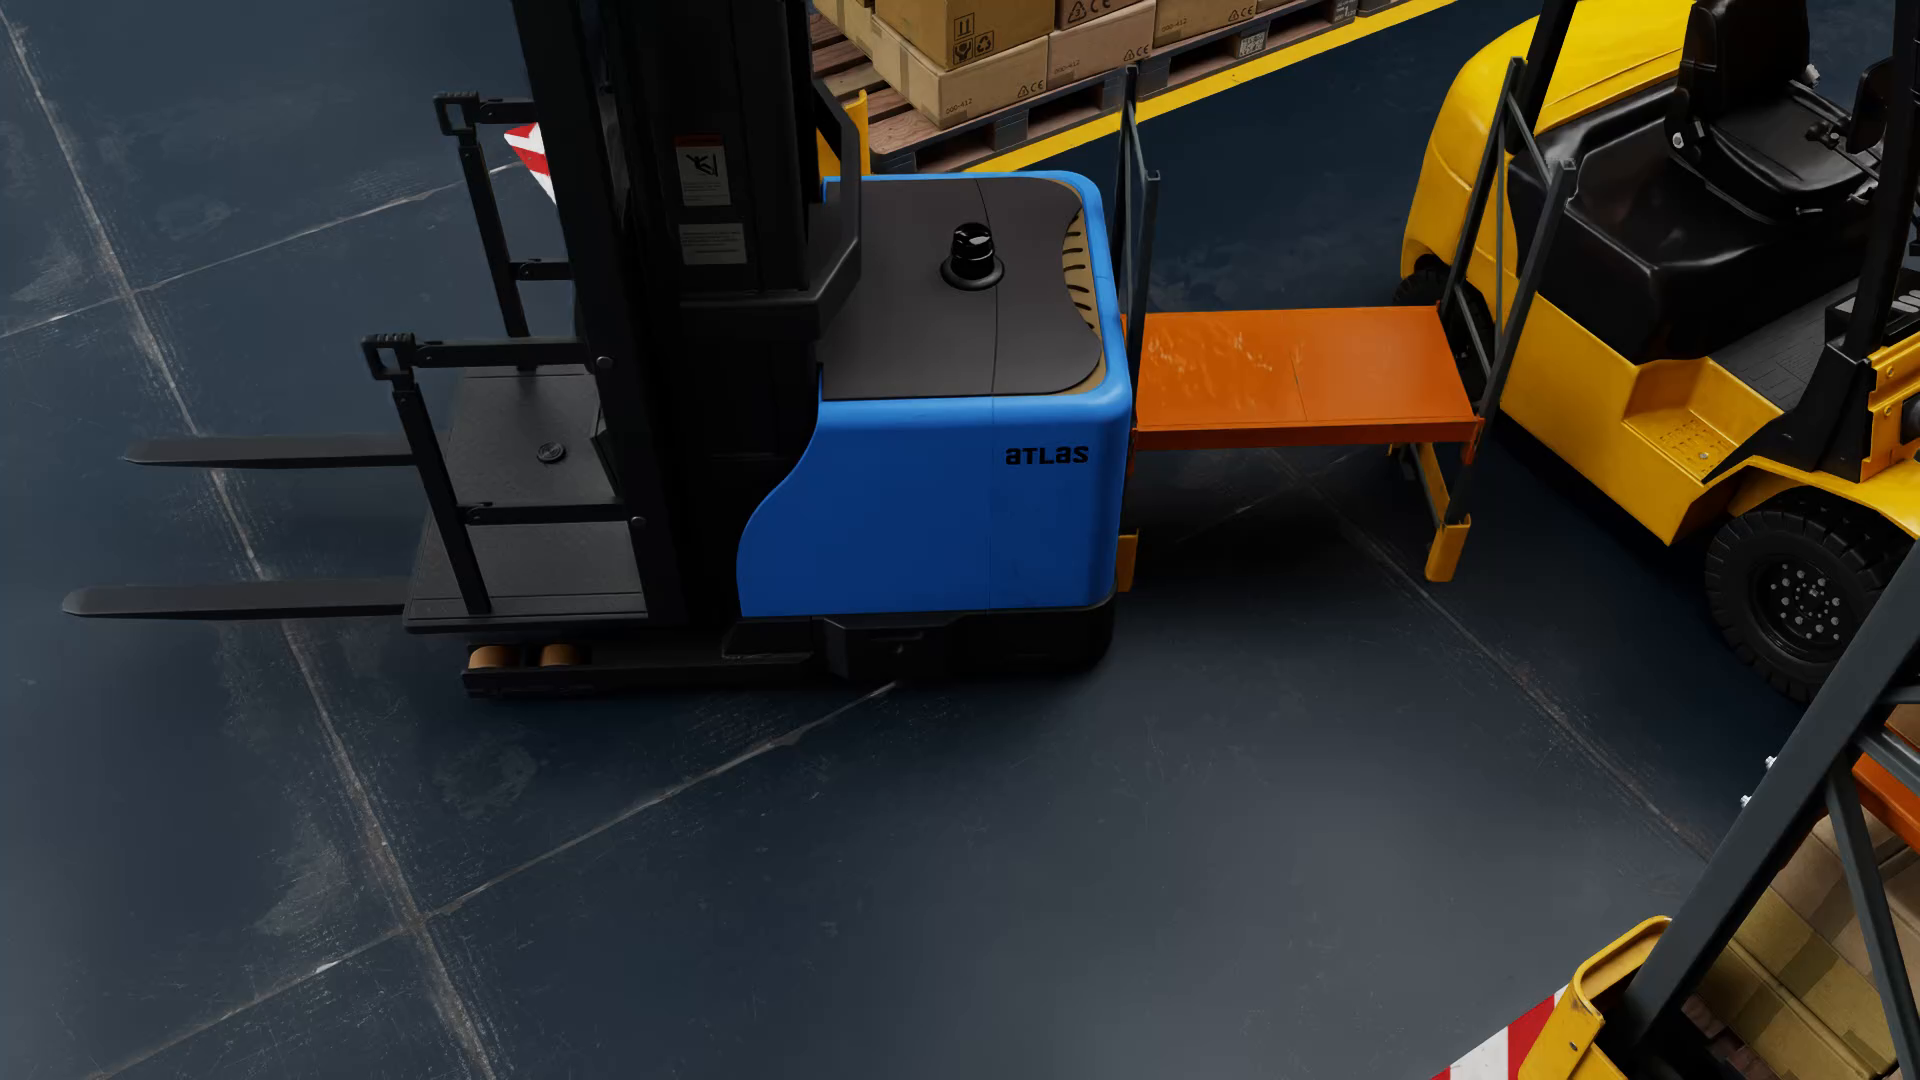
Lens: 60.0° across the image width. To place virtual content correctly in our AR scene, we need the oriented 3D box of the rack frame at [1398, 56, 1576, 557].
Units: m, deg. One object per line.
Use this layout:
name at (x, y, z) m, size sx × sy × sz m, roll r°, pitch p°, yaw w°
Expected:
rack frame at (1.474, -0.588, 4.770) m, size 0.032 × 1.500 × 0.500 m, roll -2°, pitch 48°, yaw -2°

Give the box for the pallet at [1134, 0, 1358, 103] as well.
pallet at (0.968, -2.415, 7.260) m, size 1.213 × 0.211 × 1.003 m, roll -25°, pitch 53°, yaw -21°

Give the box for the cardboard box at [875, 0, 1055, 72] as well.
cardboard box at (0.016, -2.159, 6.222) m, size 0.500 × 0.500 × 0.500 m, roll -27°, pitch 54°, yaw -22°

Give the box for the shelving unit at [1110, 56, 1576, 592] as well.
shelving unit at (0.975, -0.573, 4.756) m, size 1.083 × 1.500 × 0.587 m, roll -2°, pitch 48°, yaw -2°

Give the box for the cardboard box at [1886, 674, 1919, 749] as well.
cardboard box at (2.094, 0.210, 2.987) m, size 0.500 × 0.500 × 0.500 m, roll -26°, pitch 53°, yaw -22°

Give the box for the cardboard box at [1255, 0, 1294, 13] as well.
cardboard box at (1.316, -2.524, 7.049) m, size 0.500 × 0.250 × 0.500 m, roll -24°, pitch 53°, yaw -20°

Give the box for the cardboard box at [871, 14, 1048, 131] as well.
cardboard box at (-0.004, -1.900, 6.494) m, size 0.500 × 0.250 × 0.500 m, roll -26°, pitch 53°, yaw -21°

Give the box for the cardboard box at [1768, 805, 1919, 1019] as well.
cardboard box at (2.041, 0.667, 3.538) m, size 0.500 × 0.250 × 0.500 m, roll -24°, pitch 52°, yaw -20°

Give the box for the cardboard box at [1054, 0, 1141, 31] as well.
cardboard box at (0.456, -2.370, 6.410) m, size 0.500 × 0.500 × 0.500 m, roll -27°, pitch 54°, yaw -22°

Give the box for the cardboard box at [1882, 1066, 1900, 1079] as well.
cardboard box at (2.338, 1.308, 3.637) m, size 0.500 × 0.250 × 0.500 m, roll -25°, pitch 53°, yaw -21°

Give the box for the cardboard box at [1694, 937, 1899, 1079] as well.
cardboard box at (2.047, 0.994, 3.917) m, size 0.500 × 0.250 × 0.500 m, roll -25°, pitch 53°, yaw -21°

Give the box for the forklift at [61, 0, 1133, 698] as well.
forklift at (-1.082, -0.920, 4.107) m, size 3.031 × 2.935 × 1.130 m, roll -2°, pitch 48°, yaw -2°

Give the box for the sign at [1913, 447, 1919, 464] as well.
sign at (1.541, -0.207, 2.491) m, size 0.005 × 0.325 × 0.100 m, roll -25°, pitch 53°, yaw -21°

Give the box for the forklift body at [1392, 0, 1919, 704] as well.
forklift body at (2.449, -1.020, 4.718) m, size 1.214 × 2.155 × 2.313 m, roll -25°, pitch 53°, yaw -21°

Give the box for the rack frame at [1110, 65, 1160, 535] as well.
rack frame at (0.458, -0.557, 4.742) m, size 0.032 × 1.500 × 0.500 m, roll -2°, pitch 48°, yaw -2°

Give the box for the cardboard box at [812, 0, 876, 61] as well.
cardboard box at (-0.273, -2.255, 6.810) m, size 0.500 × 0.250 × 0.500 m, roll -25°, pitch 53°, yaw -21°

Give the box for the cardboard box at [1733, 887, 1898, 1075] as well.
cardboard box at (2.063, 0.823, 3.734) m, size 0.500 × 0.250 × 0.500 m, roll -26°, pitch 53°, yaw -21°

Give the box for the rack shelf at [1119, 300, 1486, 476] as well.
rack shelf at (0.966, -0.453, 4.890) m, size 1.000 × 0.185 × 0.538 m, roll -2°, pitch 48°, yaw -2°

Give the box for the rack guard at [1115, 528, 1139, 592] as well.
rack guard at (0.478, -0.142, 5.209) m, size 0.087 × 0.250 × 0.587 m, roll -2°, pitch 48°, yaw -2°

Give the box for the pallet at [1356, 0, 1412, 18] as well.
pallet at (2.001, -2.905, 7.695) m, size 1.213 × 0.211 × 1.003 m, roll -25°, pitch 53°, yaw -21°

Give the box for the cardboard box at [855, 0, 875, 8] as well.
cardboard box at (-0.295, -2.487, 6.514) m, size 0.500 × 0.500 × 0.500 m, roll -25°, pitch 53°, yaw -21°

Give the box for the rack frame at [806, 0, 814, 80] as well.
rack frame at (-0.833, -2.528, 5.493) m, size 0.127 × 3.000 × 1.000 m, roll -25°, pitch 53°, yaw -21°

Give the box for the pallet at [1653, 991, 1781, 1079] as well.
pallet at (2.443, 1.202, 4.038) m, size 1.213 × 0.211 × 1.003 m, roll -25°, pitch 53°, yaw -21°

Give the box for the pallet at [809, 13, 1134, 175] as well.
pallet at (-0.063, -1.932, 6.830) m, size 1.213 × 0.211 × 1.003 m, roll -25°, pitch 53°, yaw -21°

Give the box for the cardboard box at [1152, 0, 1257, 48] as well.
cardboard box at (0.887, -2.324, 6.871) m, size 0.500 × 0.250 × 0.500 m, roll -22°, pitch 52°, yaw -18°

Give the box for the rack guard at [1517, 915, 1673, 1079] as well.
rack guard at (1.798, 1.446, 3.627) m, size 0.348 × 0.500 × 1.175 m, roll -25°, pitch 53°, yaw -21°

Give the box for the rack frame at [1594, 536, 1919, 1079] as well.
rack frame at (1.818, 0.605, 2.702) m, size 0.127 × 3.000 × 1.000 m, roll -25°, pitch 53°, yaw -21°

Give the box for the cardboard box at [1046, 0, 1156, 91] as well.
cardboard box at (0.432, -2.099, 6.670) m, size 0.500 × 0.250 × 0.500 m, roll -23°, pitch 52°, yaw -20°

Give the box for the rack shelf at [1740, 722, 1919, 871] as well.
rack shelf at (3.510, 0.048, 3.681) m, size 4.000 × 0.370 × 1.077 m, roll -25°, pitch 53°, yaw -21°

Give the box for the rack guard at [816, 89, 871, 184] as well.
rack guard at (-0.769, -1.727, 6.453) m, size 0.348 × 0.500 × 1.175 m, roll -25°, pitch 53°, yaw -21°

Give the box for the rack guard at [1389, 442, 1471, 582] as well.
rack guard at (1.473, -0.173, 5.236) m, size 0.087 × 0.250 × 0.587 m, roll -2°, pitch 48°, yaw -2°
